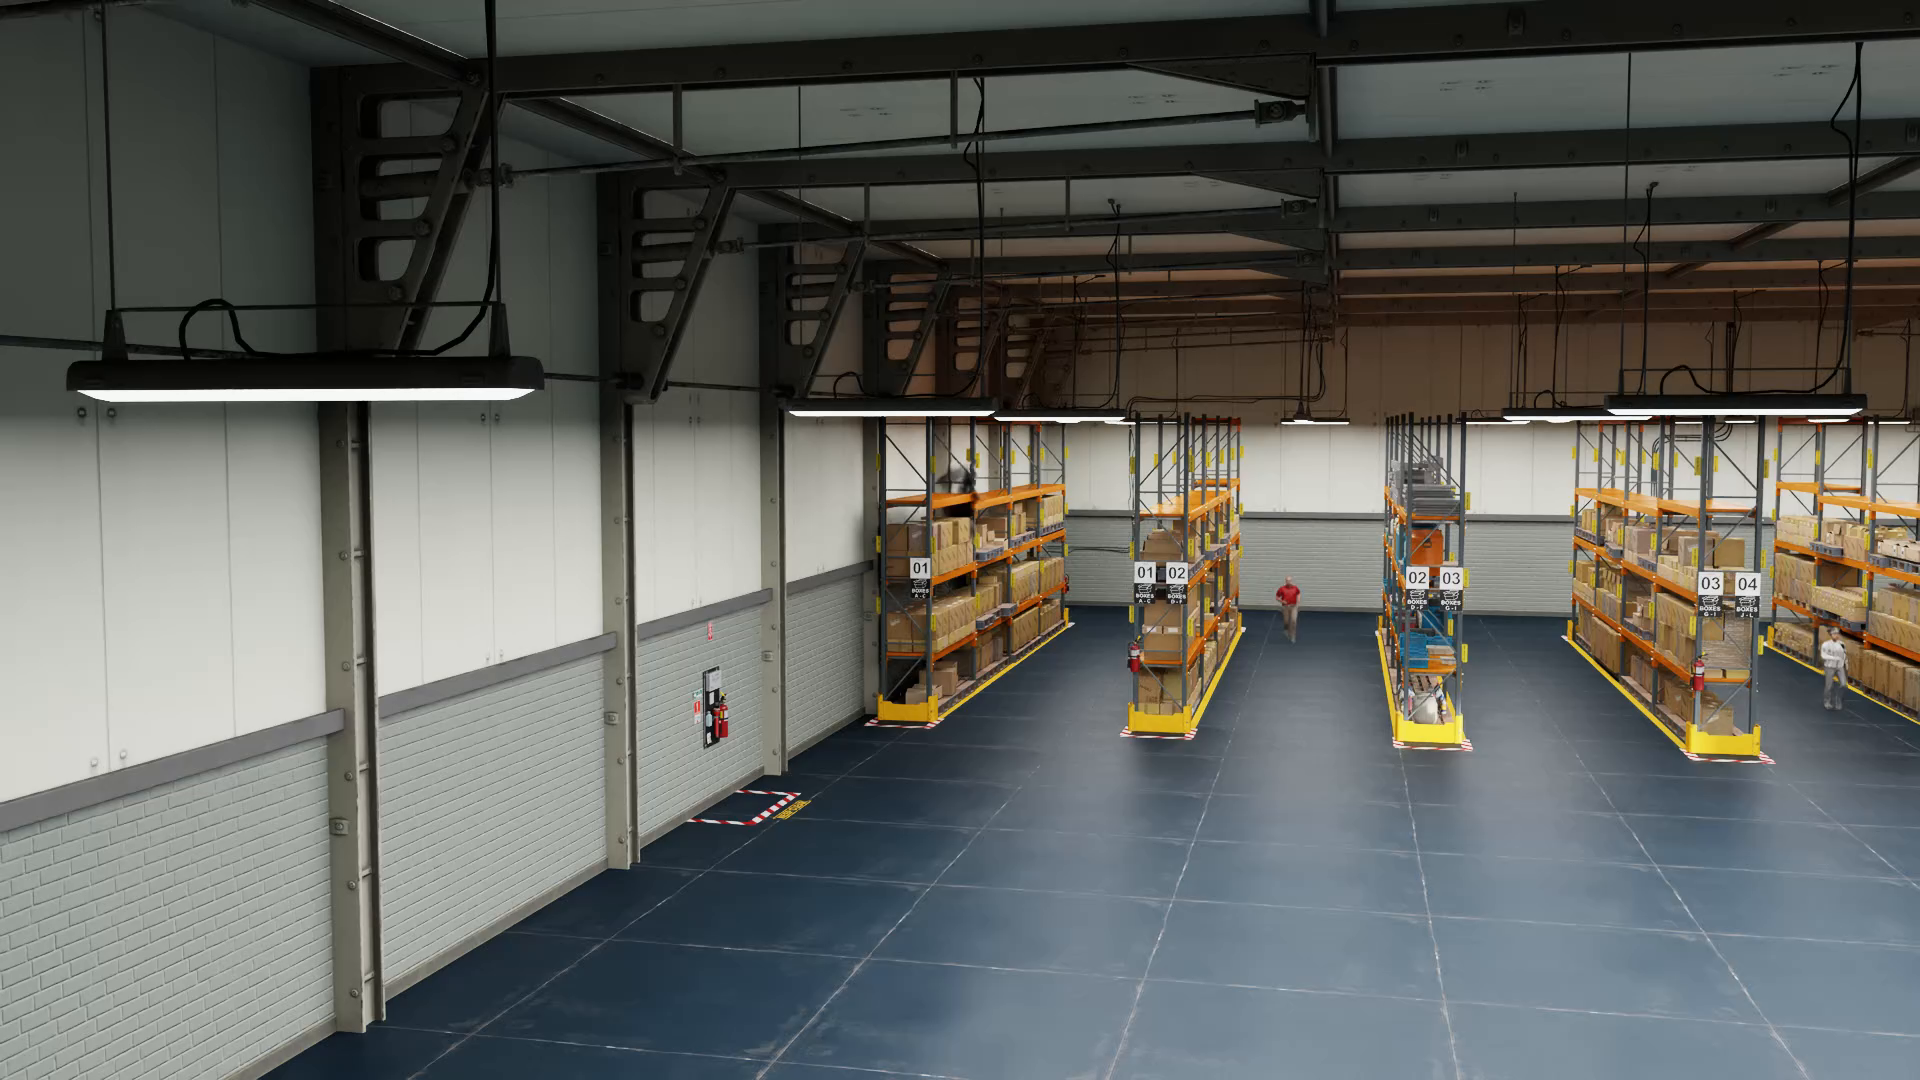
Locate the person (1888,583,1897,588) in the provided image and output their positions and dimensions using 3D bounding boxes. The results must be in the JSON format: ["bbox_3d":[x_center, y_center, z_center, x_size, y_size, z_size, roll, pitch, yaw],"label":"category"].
[{"bbox_3d":[25.116,1.955,44.185,0.999,1.637,0.597,0,4,4],"label":"person"}]

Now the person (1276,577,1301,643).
[{"bbox_3d":[8.815,1.856,44.579,0.682,1.746,0.952,0,4,1],"label":"person"}]

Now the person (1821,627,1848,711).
[{"bbox_3d":[17.708,2.602,33.634,0.582,1.694,0.672,1,4,8],"label":"person"}]
